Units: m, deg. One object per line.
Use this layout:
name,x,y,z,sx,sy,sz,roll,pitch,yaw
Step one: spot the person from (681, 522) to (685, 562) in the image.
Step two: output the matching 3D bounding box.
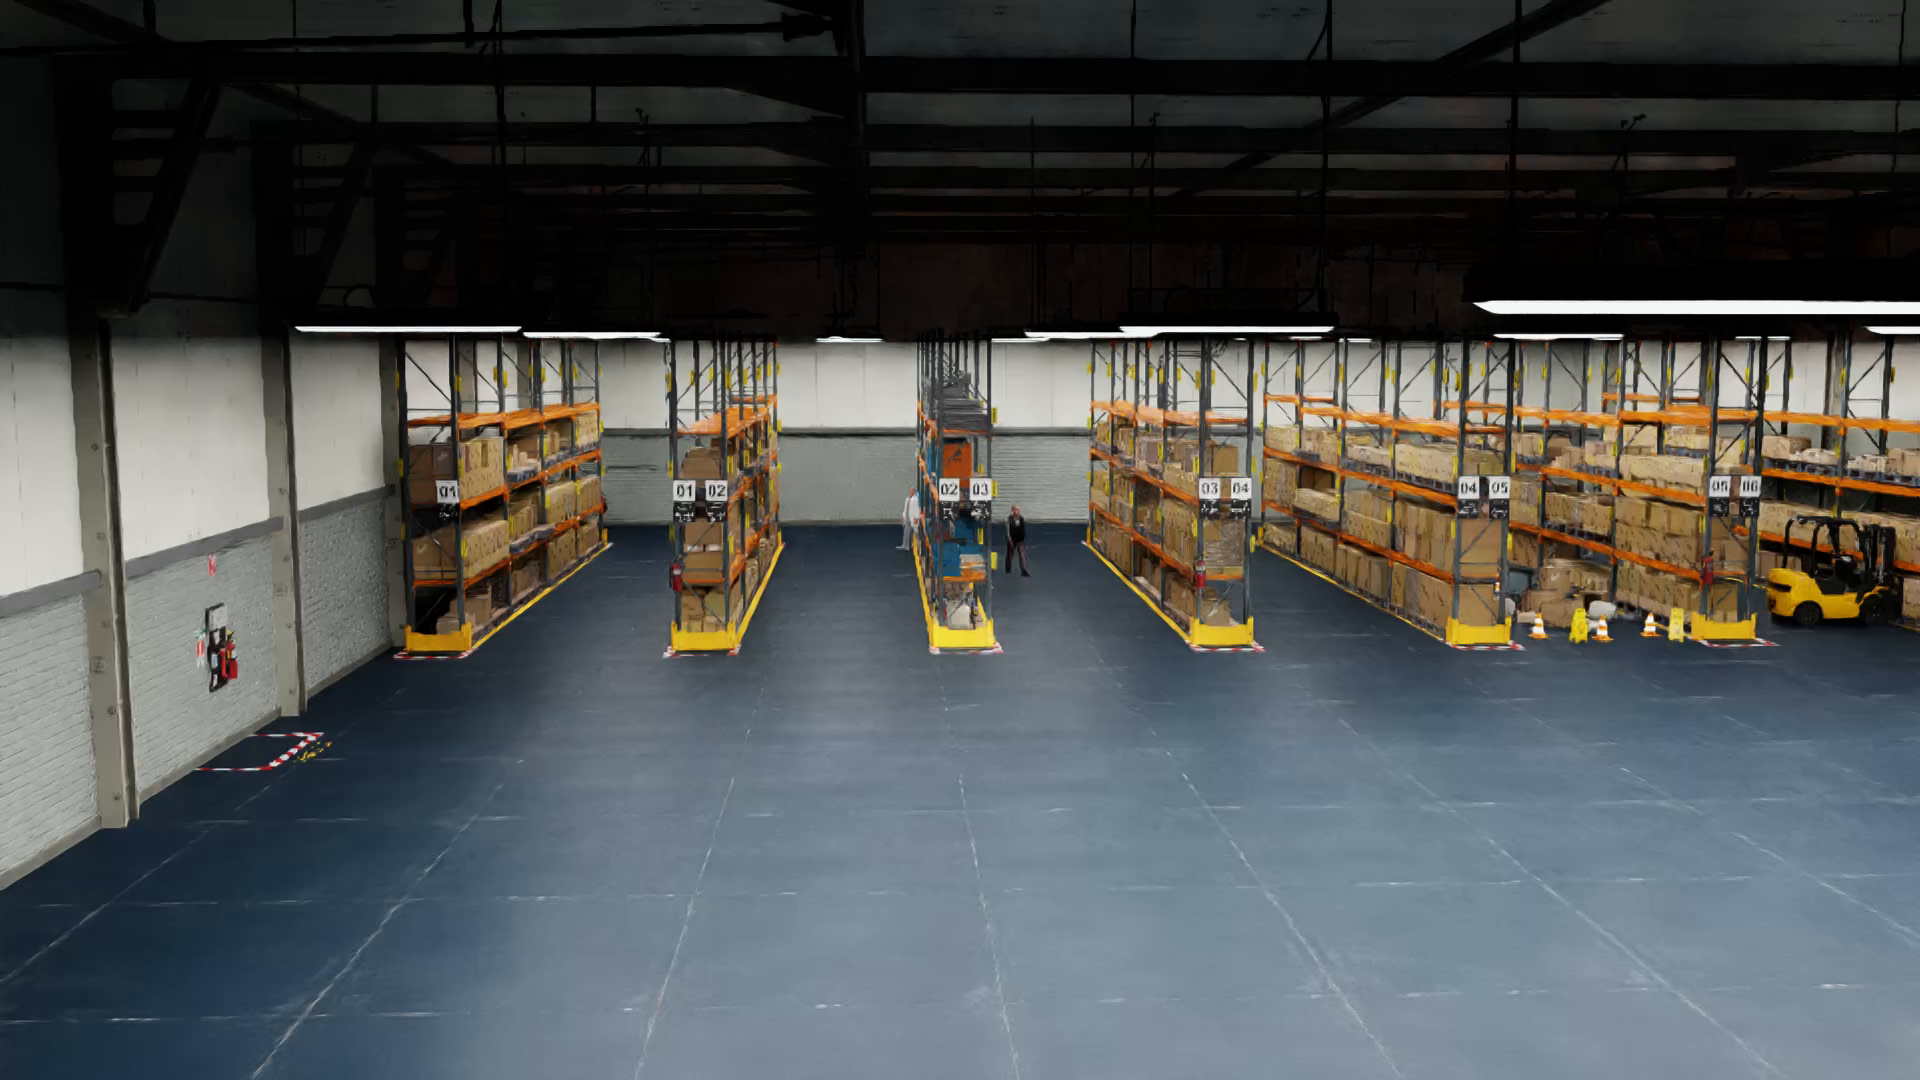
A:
person,-7.011,-0.208,43.563,0.592,1.629,0.512,-1,7,-5

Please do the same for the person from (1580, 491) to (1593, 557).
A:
person,16.866,-0.445,44.812,0.428,1.763,0.677,2,7,19

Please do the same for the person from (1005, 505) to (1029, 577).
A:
person,1.300,0.011,39.026,0.538,1.663,1.028,-1,7,-11

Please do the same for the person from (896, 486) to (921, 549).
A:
person,-1.401,-0.575,46.430,0.715,1.671,0.796,-6,9,-43
